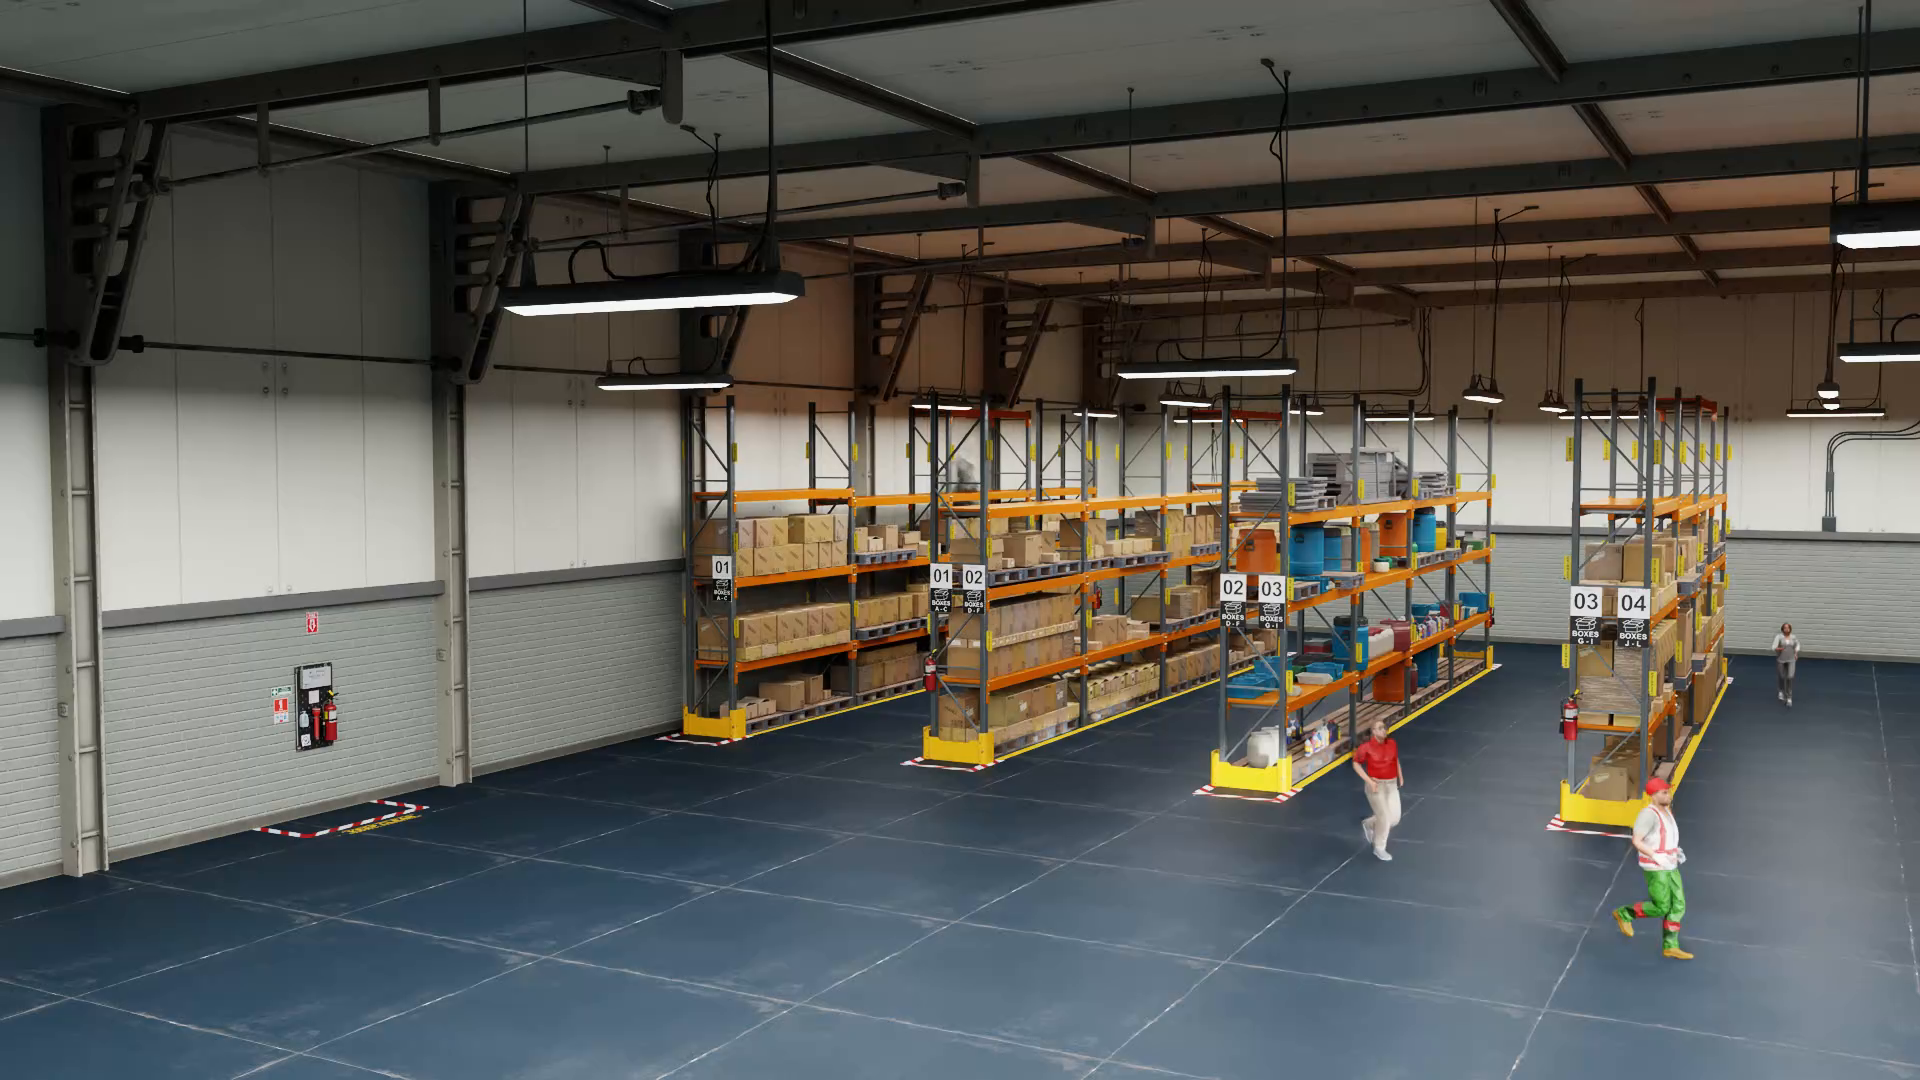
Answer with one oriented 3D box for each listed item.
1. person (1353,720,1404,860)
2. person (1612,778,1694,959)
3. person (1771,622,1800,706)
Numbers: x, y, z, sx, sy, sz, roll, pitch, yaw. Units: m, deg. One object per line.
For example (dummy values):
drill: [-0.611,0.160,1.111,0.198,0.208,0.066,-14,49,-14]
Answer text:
person: [5.202,3.078,20.667,0.658,1.705,0.591,-1,3,-24]
person: [6.936,3.246,16.565,0.674,1.756,0.806,-3,4,-41]
person: [16.392,2.441,33.009,0.533,1.612,0.798,1,3,21]
